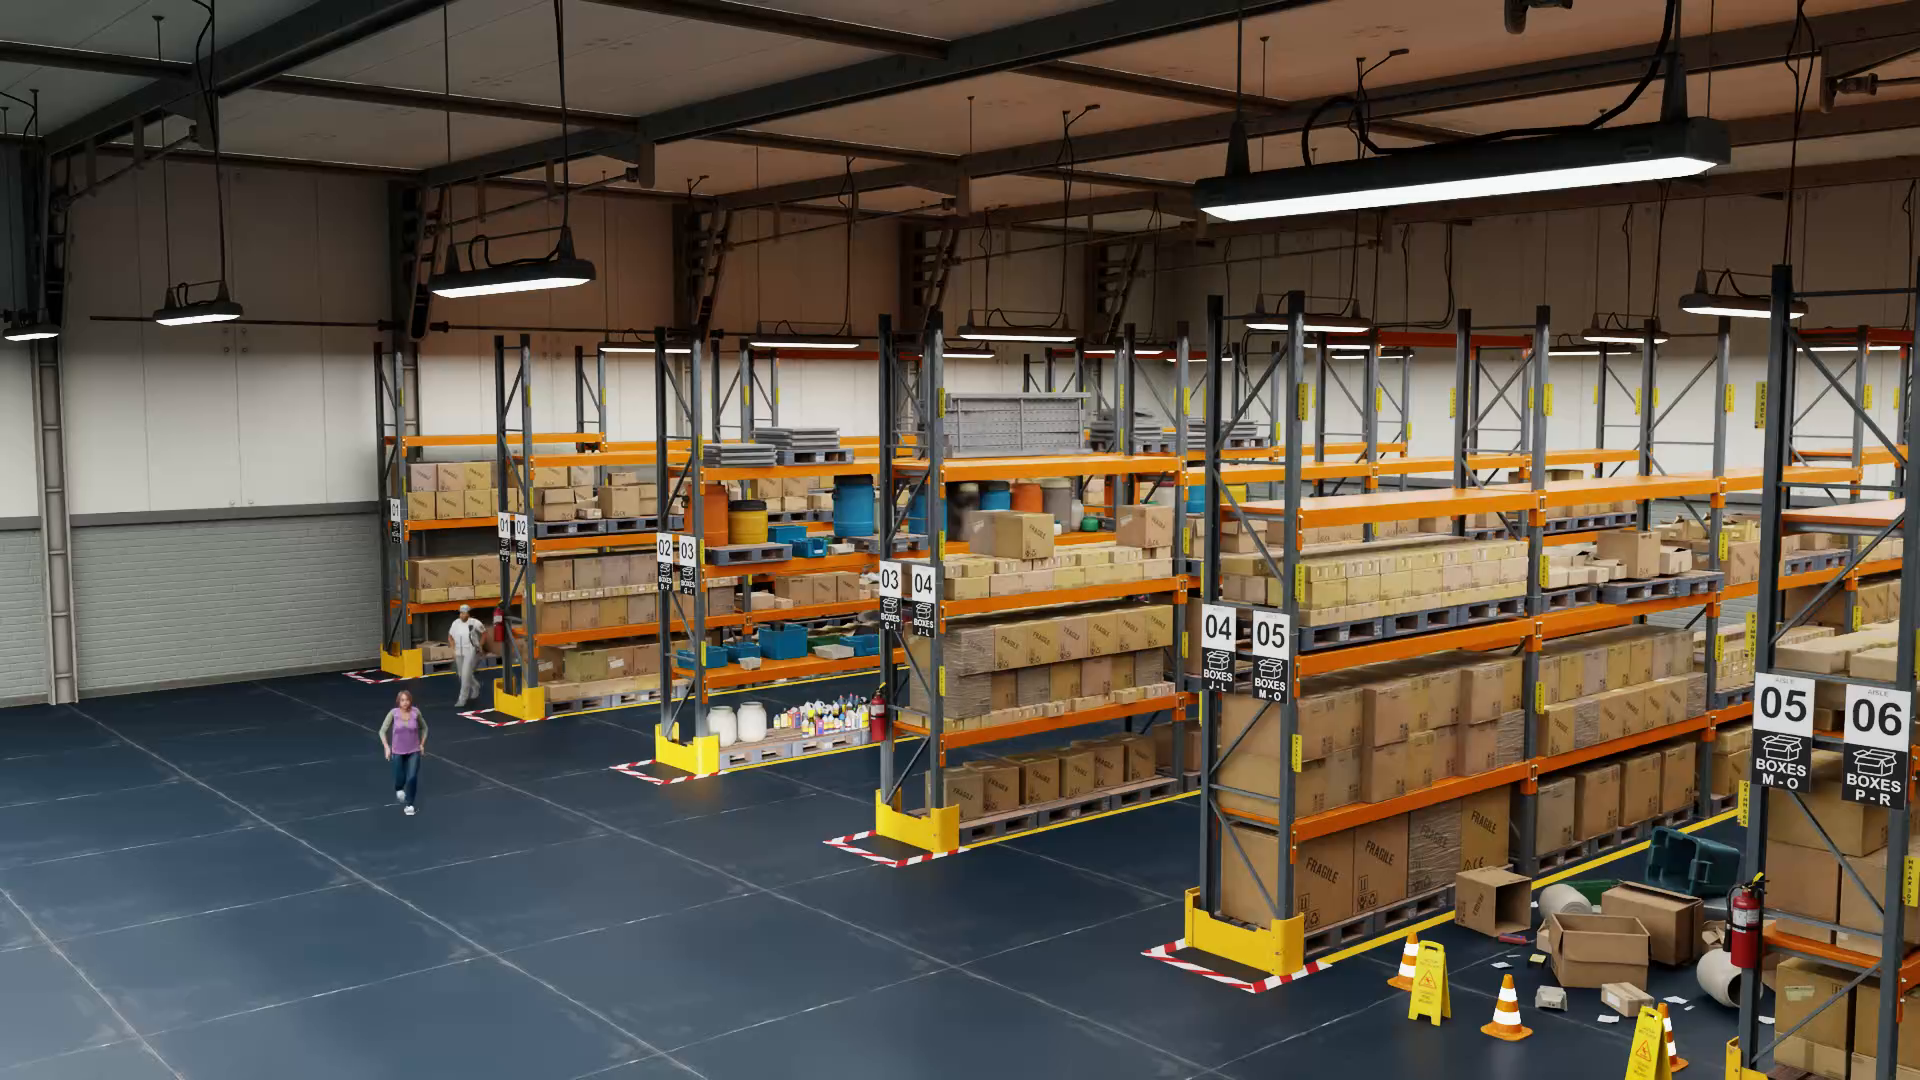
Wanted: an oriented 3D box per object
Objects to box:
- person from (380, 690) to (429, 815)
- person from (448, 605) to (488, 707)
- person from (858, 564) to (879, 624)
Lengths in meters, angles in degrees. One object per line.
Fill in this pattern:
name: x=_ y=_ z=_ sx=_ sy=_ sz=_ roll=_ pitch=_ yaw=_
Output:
person: x=-6.758 y=2.568 z=20.237 sx=0.567 sy=1.542 sz=0.587 roll=-2 pitch=6 yaw=-22
person: x=-8.070 y=1.853 z=27.223 sx=0.594 sy=1.633 sz=0.893 roll=1 pitch=5 yaw=13
person: x=-1.890 y=1.263 z=33.275 sx=0.645 sy=1.756 sz=0.631 roll=-4 pitch=6 yaw=-35
